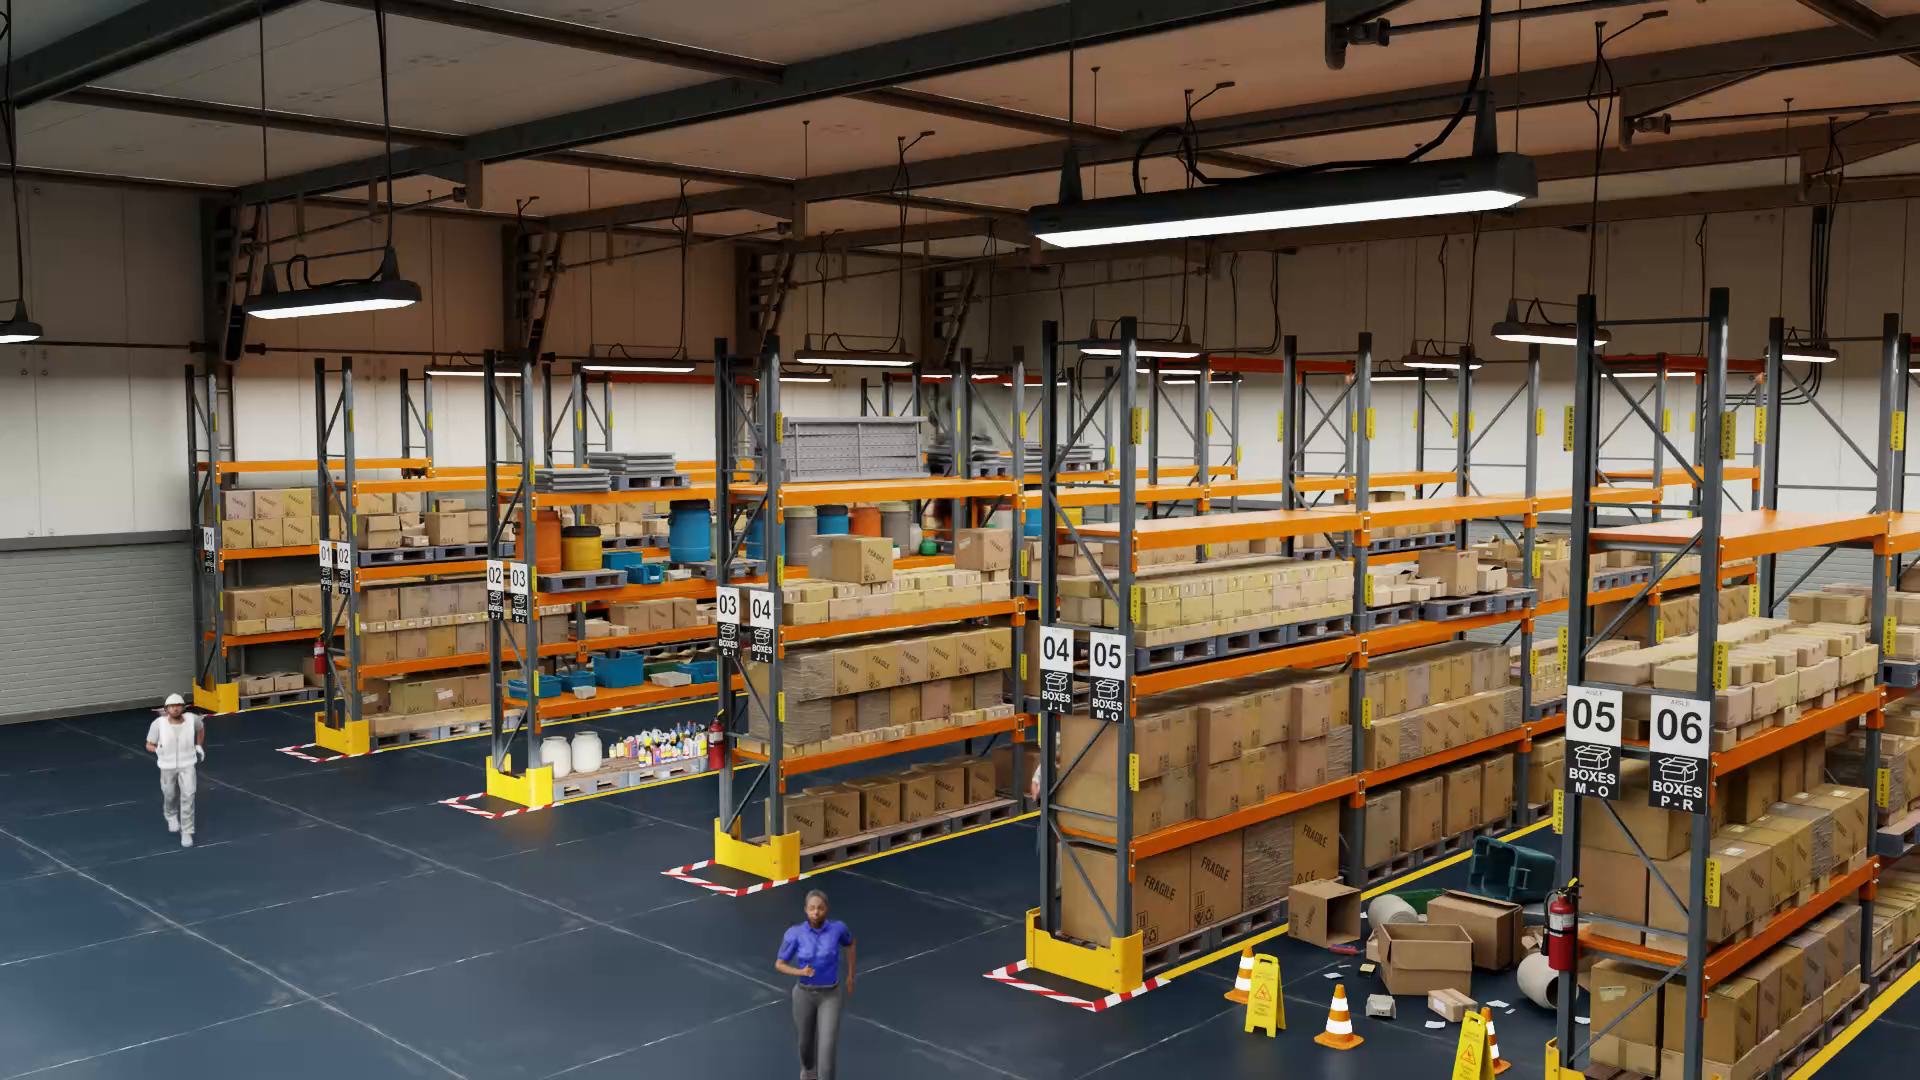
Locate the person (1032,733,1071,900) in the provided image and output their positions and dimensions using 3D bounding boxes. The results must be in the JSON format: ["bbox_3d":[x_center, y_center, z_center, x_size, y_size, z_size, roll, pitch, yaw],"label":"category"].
[{"bbox_3d":[1.073,2.920,17.802,0.670,1.755,0.796,3,5,32],"label":"person"}]

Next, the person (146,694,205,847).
[{"bbox_3d":[-9.429,2.723,20.018,0.645,1.785,0.977,-2,5,-26],"label":"person"}]

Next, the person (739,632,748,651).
[{"bbox_3d":[-4.421,1.774,33.316,0.660,1.674,0.626,3,6,37],"label":"person"}]

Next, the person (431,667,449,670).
[{"bbox_3d":[-9.091,2.152,29.069,0.605,1.643,0.811,3,5,33],"label":"person"}]

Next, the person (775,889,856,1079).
[{"bbox_3d":[-1.052,3.381,12.201,0.604,1.663,0.855,0,4,-6],"label":"person"}]
